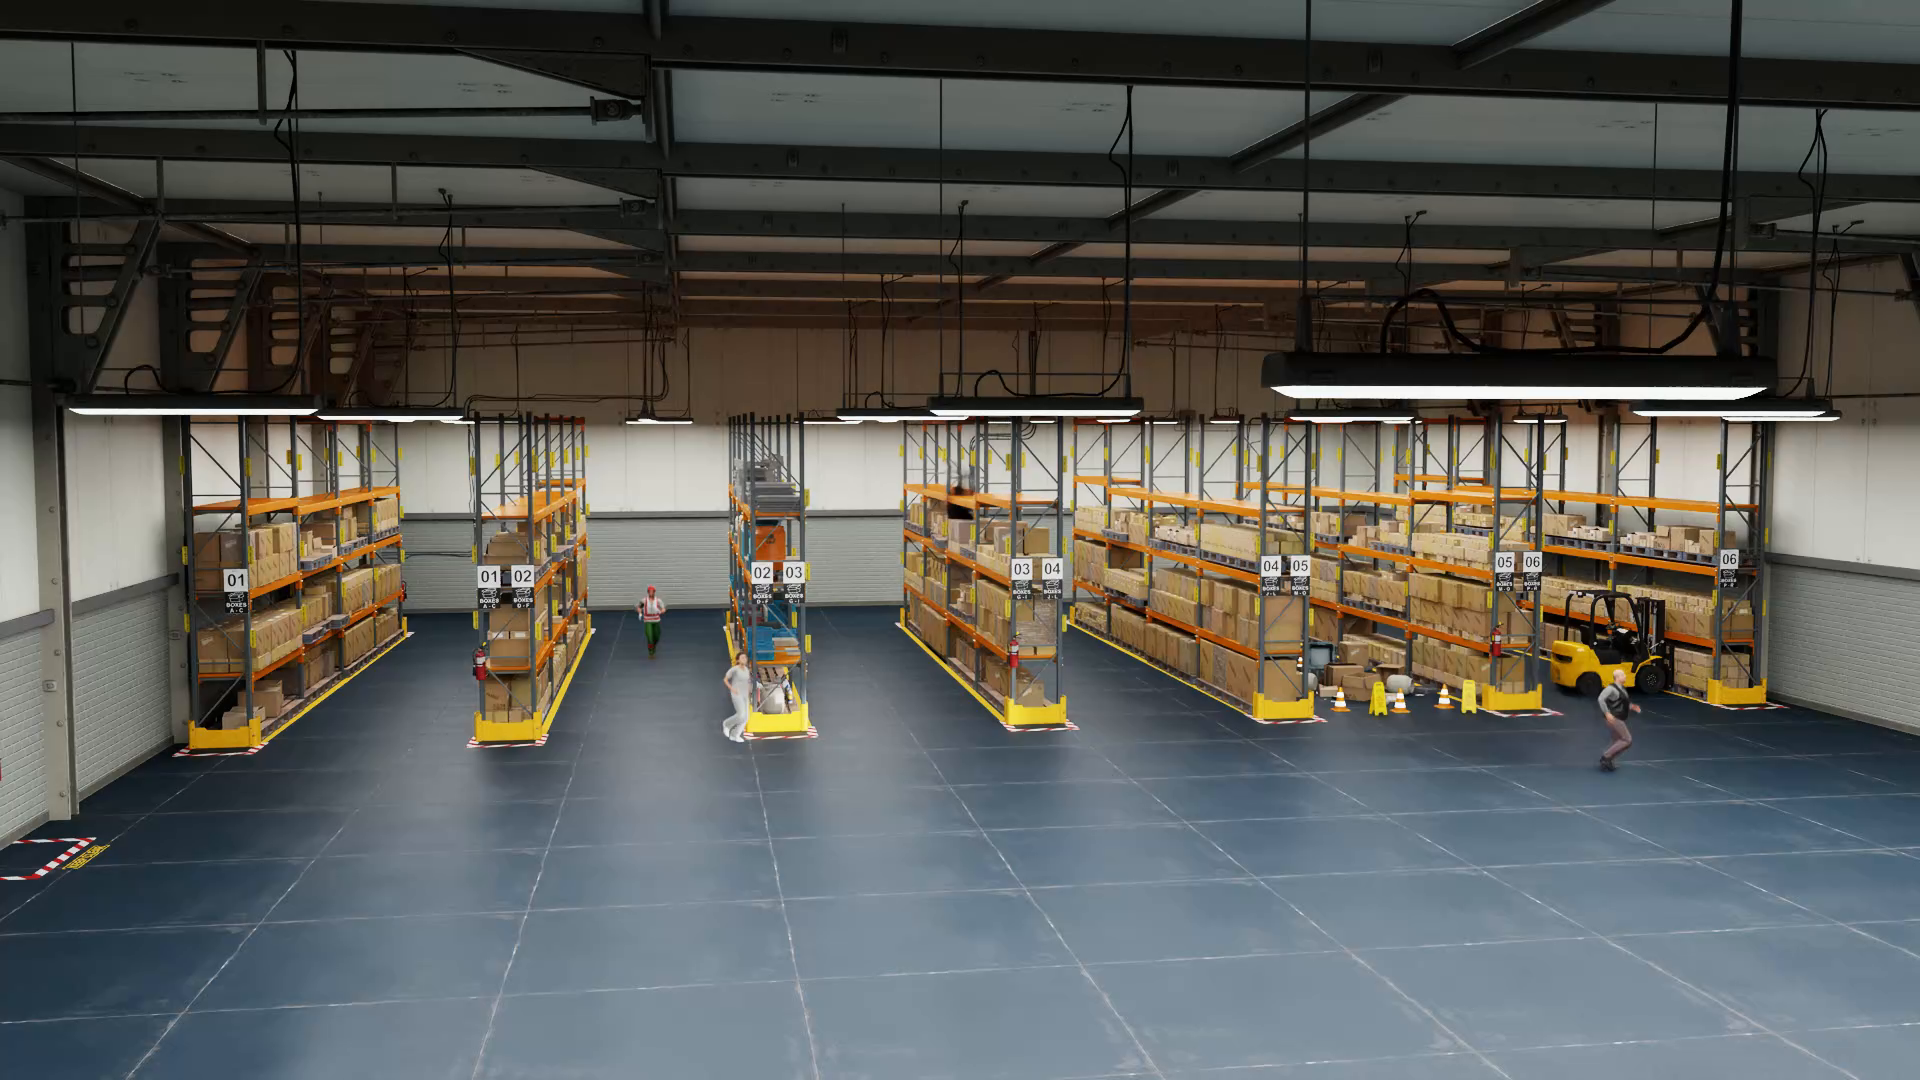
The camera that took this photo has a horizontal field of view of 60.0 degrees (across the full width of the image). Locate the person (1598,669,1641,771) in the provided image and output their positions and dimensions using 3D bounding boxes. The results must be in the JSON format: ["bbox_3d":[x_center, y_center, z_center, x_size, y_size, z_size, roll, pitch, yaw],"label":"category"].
[{"bbox_3d":[10.961,3.030,27.635,0.618,1.617,0.667,3,5,37],"label":"person"}]

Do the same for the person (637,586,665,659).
[{"bbox_3d":[-7.629,2.027,41.159,0.667,1.768,0.967,-1,4,-19],"label":"person"}]

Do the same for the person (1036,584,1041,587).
[{"bbox_3d":[2.087,1.682,48.390,0.617,1.518,0.669,1,4,11],"label":"person"}]

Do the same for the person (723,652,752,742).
[{"bbox_3d":[-4.016,2.854,30.330,0.533,1.619,0.595,3,5,39],"label":"person"}]
